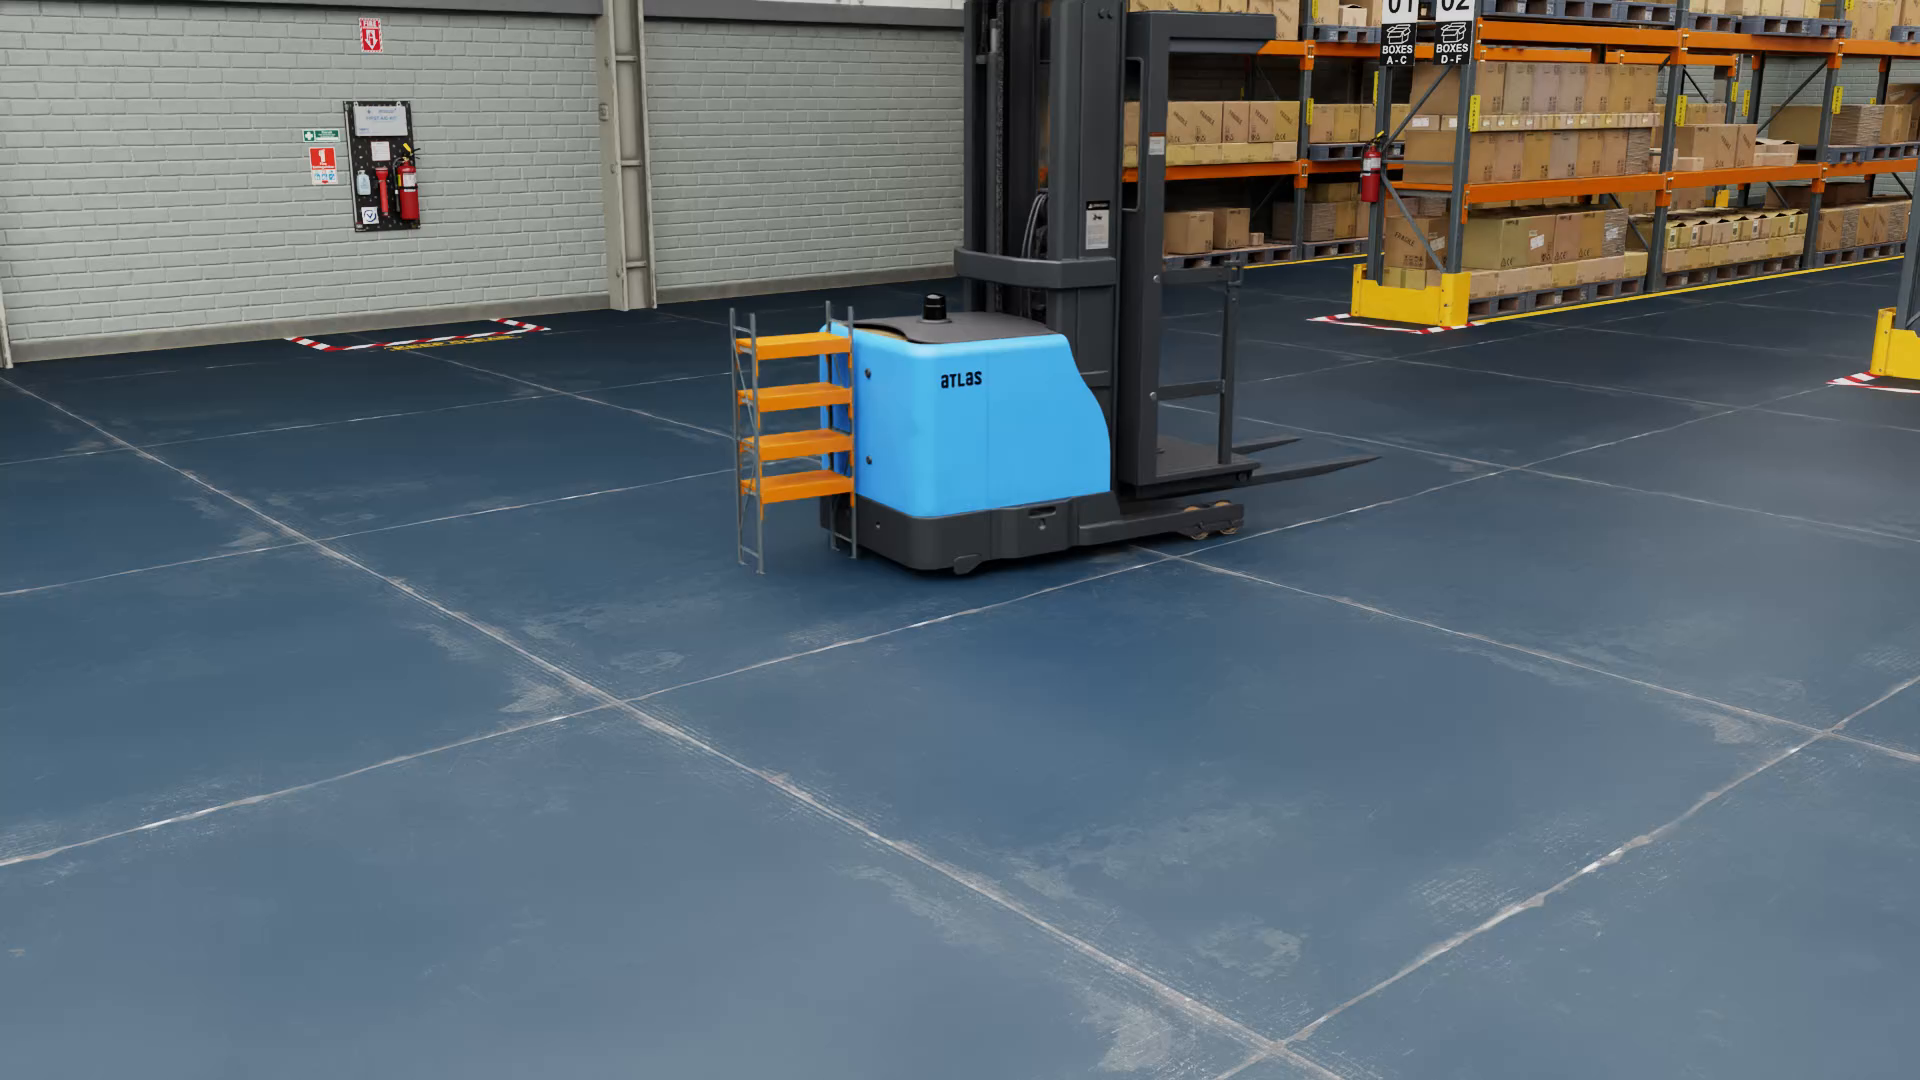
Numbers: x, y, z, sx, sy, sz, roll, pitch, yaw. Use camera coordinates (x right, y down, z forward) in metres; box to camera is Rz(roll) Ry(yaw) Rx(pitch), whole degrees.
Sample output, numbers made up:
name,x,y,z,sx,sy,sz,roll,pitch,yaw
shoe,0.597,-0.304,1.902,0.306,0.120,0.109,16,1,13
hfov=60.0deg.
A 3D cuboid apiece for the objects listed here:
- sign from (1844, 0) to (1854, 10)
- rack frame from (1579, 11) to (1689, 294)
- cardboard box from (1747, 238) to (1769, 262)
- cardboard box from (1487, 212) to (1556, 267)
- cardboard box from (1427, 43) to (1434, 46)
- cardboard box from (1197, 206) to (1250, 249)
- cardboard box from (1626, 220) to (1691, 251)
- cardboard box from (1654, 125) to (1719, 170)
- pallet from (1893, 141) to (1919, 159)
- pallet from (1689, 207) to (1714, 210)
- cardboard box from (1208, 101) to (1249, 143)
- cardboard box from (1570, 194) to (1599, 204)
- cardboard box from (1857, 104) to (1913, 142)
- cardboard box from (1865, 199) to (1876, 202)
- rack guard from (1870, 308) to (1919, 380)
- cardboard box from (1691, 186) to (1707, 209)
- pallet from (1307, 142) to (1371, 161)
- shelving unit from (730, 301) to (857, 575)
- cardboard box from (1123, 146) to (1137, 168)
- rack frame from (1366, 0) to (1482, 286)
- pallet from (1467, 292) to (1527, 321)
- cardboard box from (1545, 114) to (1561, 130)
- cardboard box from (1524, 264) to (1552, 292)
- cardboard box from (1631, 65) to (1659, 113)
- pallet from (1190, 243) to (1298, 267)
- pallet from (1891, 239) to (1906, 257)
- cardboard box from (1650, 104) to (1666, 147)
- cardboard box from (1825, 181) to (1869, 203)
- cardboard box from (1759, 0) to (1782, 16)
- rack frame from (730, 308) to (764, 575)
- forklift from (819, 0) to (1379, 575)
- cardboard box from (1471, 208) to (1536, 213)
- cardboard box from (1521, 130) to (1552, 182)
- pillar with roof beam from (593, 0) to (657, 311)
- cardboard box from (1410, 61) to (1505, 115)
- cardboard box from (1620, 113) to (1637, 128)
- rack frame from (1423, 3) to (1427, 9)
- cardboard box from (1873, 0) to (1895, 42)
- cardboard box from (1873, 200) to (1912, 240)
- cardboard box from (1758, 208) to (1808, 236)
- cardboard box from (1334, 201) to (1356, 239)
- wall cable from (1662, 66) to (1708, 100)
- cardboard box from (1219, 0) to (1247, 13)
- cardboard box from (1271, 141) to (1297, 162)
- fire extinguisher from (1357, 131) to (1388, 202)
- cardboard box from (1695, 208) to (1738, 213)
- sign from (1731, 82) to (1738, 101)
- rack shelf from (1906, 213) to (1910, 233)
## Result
name,x,y,z,sx,sy,sz,roll,pitch,yaw
sign,10.821,-6.608,20.207,0.005,0.325,0.100,-13,19,-39
rack frame,7.445,-4.302,18.543,0.127,3.000,1.000,-13,19,-39
cardboard box,9.458,-3.545,20.223,0.500,0.250,0.500,-12,19,-38
cardboard box,5.723,-3.081,17.033,0.500,0.500,0.500,-13,19,-39
cardboard box,6.842,-7.185,23.657,0.500,0.311,0.500,-13,19,-39
cardboard box,3.434,-4.087,21.730,0.500,0.500,0.500,14,21,43
cardboard box,7.920,-3.469,18.852,0.500,0.311,0.500,-13,19,-39
cardboard box,8.432,-4.567,19.340,0.500,0.500,0.500,-11,18,-35
pallet,12.806,-5.450,23.215,1.213,0.211,1.003,-13,19,-39
pallet,12.691,-5.801,29.558,1.213,0.211,1.003,-13,19,-39
cardboard box,3.277,-5.256,20.914,0.500,0.500,0.500,-13,20,-41
cardboard box,9.820,-5.650,26.941,0.750,0.750,0.750,-12,19,-39
cardboard box,12.976,-5.872,23.413,0.700,0.500,0.500,8,17,28
cardboard box,12.560,-4.535,23.407,0.500,0.500,0.500,-12,19,-39
rack guard,7.703,-1.474,12.799,0.348,0.500,1.175,-13,19,-39
cardboard box,12.781,-6.156,29.513,0.500,0.500,0.700,-13,19,-39
pallet,4.862,-5.274,22.555,1.213,0.211,1.003,-13,19,-39
shelving unit,-0.766,-0.478,7.714,0.503,1.200,0.258,-9,17,-31
cardboard box,1.749,-4.546,19.709,0.500,0.250,0.500,-13,20,-41
rack frame,4.428,-3.624,16.007,0.127,3.000,1.000,-13,19,-39
pallet,4.977,-2.415,16.882,1.213,0.211,1.003,-13,19,-39
cardboard box,5.835,-4.229,16.820,0.250,0.149,0.380,-13,20,-40
cardboard box,5.730,-2.717,17.122,0.500,0.250,0.500,-13,19,-39
cardboard box,7.114,-4.901,18.077,0.500,0.500,0.700,-13,19,-39
pallet,3.707,-3.798,22.060,1.213,0.211,1.003,-13,19,-39
pallet,12.891,-4.165,23.434,1.213,0.211,1.003,-13,19,-39
cardboard box,11.200,-6.977,27.977,0.700,0.700,0.980,-13,20,-41
cardboard box,12.201,-4.821,23.023,0.500,0.250,0.500,-13,19,-39
cardboard box,9.335,-6.284,19.629,0.500,0.250,0.500,-13,20,-40
rack frame,-0.973,-0.445,7.589,0.015,1.200,0.240,-9,17,-31
forklift,0.830,-1.521,8.266,3.031,2.935,1.130,-9,17,-31
cardboard box,5.760,-3.267,17.729,0.500,0.500,0.500,-13,19,-39
cardboard box,5.559,-3.922,16.928,0.500,0.500,0.700,-12,19,-39
pillar with roof beam,-0.567,-5.919,12.972,0.400,9.000,9.100,-13,19,-39
cardboard box,4.828,-4.385,16.147,0.500,0.500,0.700,-13,19,-39
cardboard box,6.997,-4.490,17.795,0.250,0.149,0.380,-13,20,-41
rack frame,7.208,-8.842,23.914,0.127,3.000,1.000,-13,19,-39
cardboard box,11.547,-6.732,21.635,0.500,0.500,0.910,-13,19,-39
cardboard box,12.917,-4.441,23.054,0.500,0.500,0.500,-13,19,-39
cardboard box,10.229,-3.988,20.797,0.500,0.311,0.500,-12,19,-38
cardboard box,5.092,-4.496,23.260,0.500,0.500,0.700,-13,20,-40
wall cable,13.588,-8.191,31.132,1.851,1.984,0.084,-13,19,-39
cardboard box,3.189,-6.455,20.558,0.500,0.500,0.500,-14,20,-41
cardboard box,4.032,-5.064,21.647,0.500,0.250,0.500,-13,19,-39
fire extinguisher,4.033,-3.658,16.280,0.183,0.674,0.296,-13,19,-39
cardboard box,9.484,-4.003,20.851,0.500,0.311,0.500,-13,20,-41
sign,13.589,-7.865,29.178,0.005,0.325,0.100,-13,19,-39
rack shelf,9.185,-2.651,13.755,4.000,0.370,1.077,-13,19,-39
